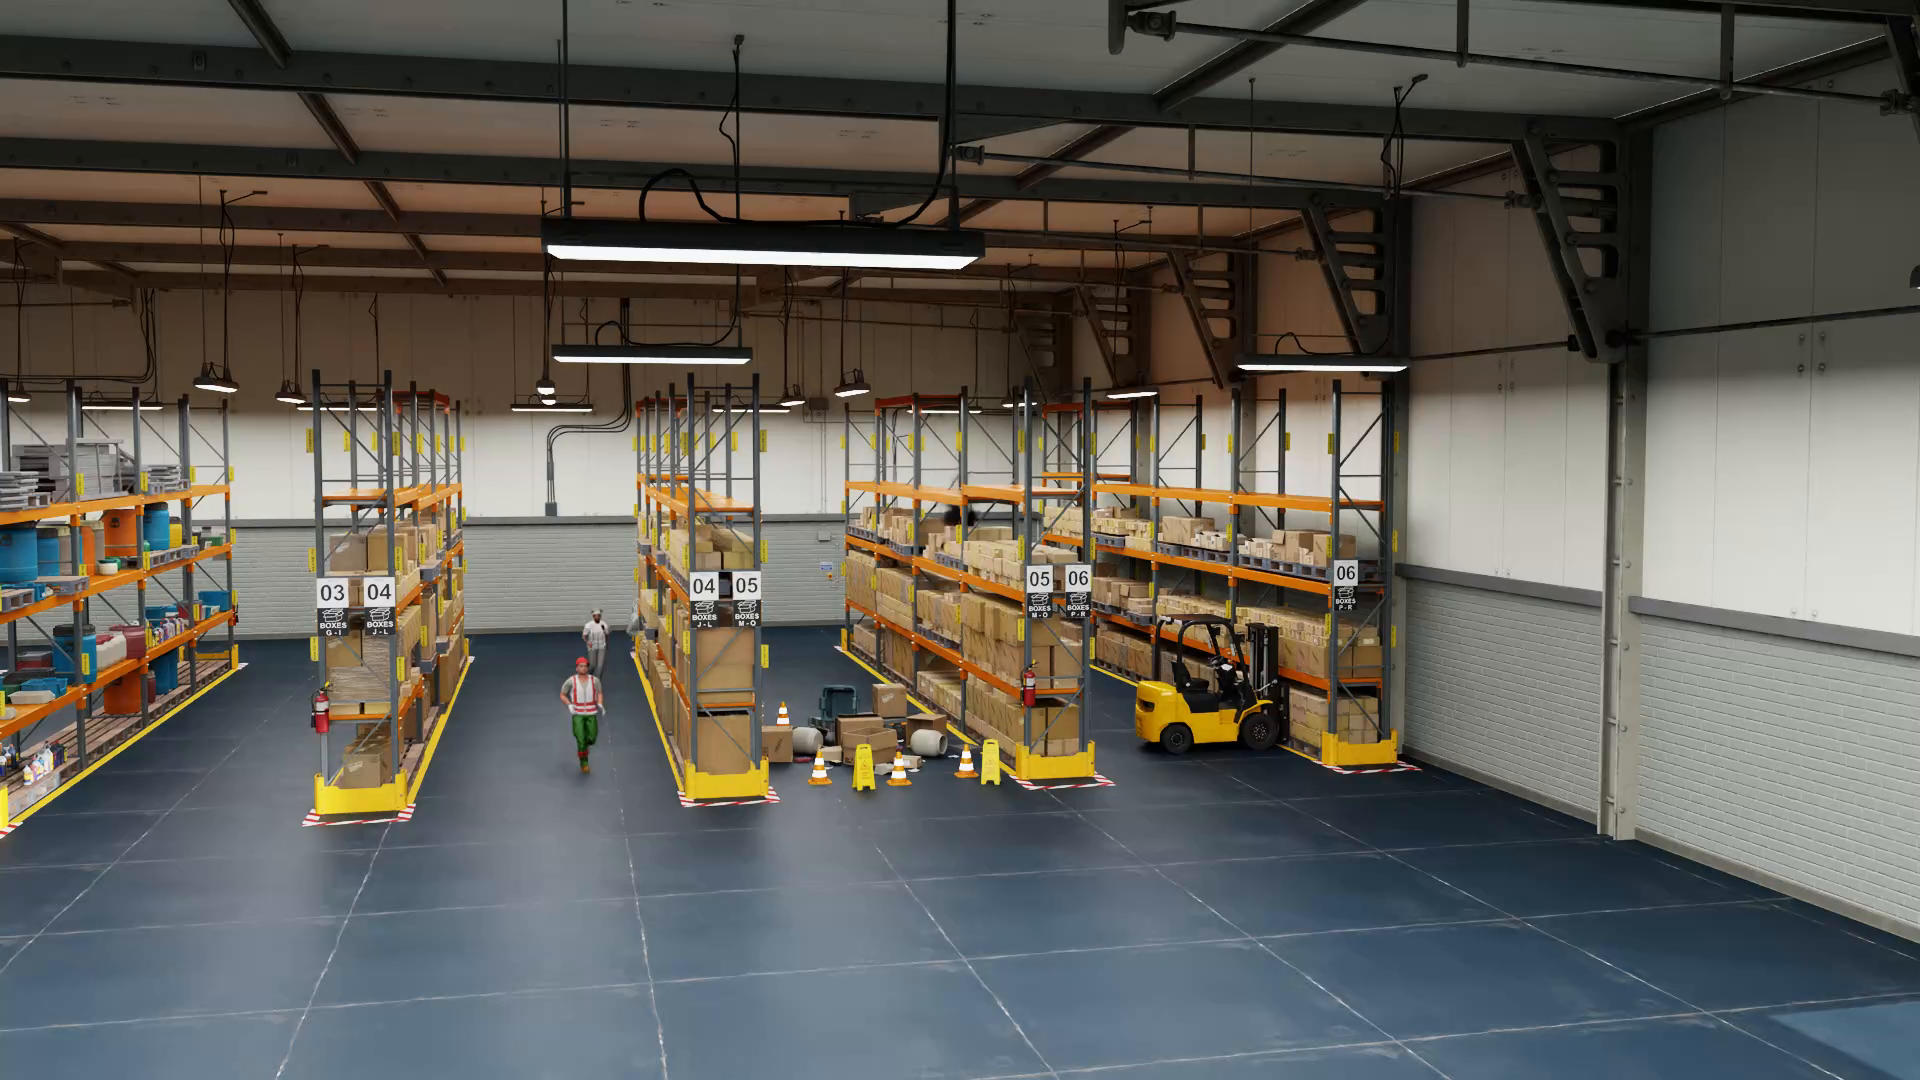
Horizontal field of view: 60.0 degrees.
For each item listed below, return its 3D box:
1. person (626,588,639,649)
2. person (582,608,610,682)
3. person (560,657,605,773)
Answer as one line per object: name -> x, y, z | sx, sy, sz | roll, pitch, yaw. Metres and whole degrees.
person -> -7.846, 1.885, 40.389 | 0.534, 1.601, 0.693 | 0, 3, -4
person -> -7.435, 2.216, 34.026 | 0.550, 1.644, 0.549 | -1, 4, -23
person -> -5.788, 2.666, 25.494 | 0.656, 1.745, 0.559 | -1, 4, -24
